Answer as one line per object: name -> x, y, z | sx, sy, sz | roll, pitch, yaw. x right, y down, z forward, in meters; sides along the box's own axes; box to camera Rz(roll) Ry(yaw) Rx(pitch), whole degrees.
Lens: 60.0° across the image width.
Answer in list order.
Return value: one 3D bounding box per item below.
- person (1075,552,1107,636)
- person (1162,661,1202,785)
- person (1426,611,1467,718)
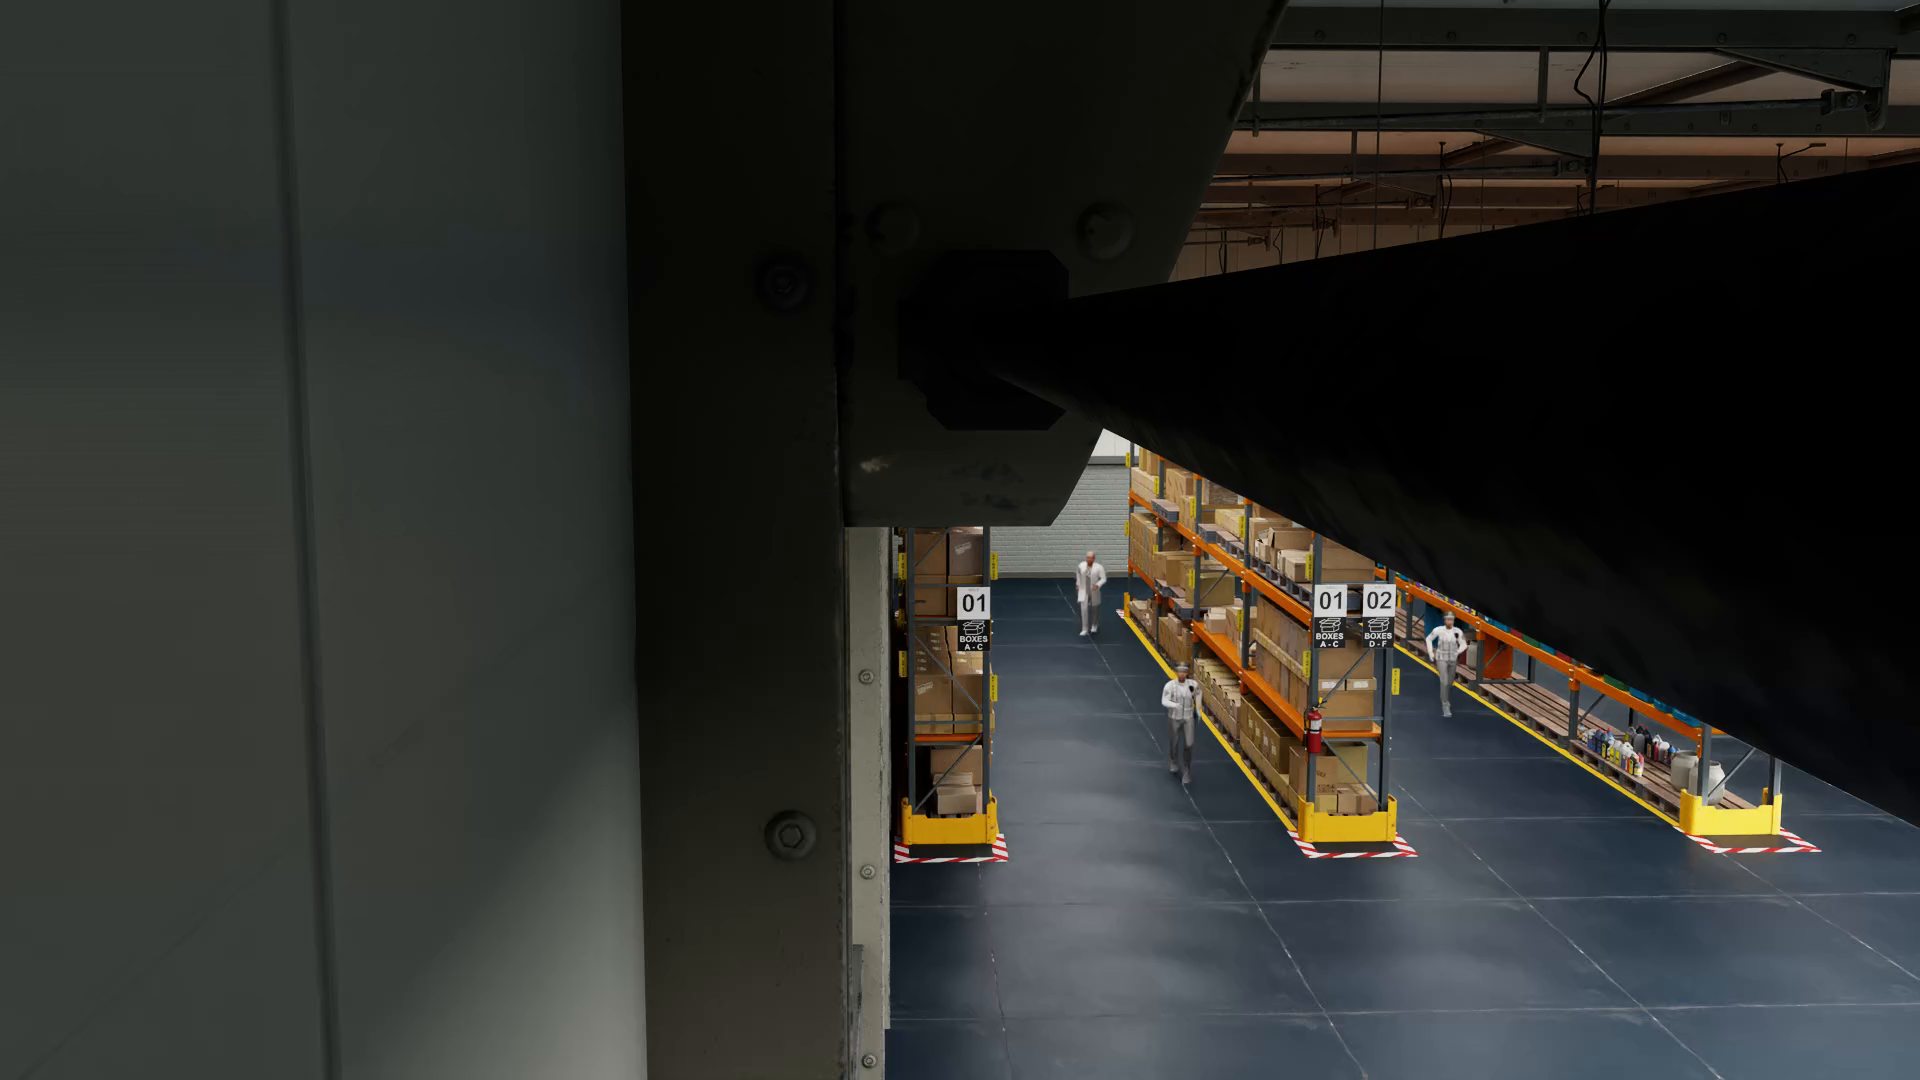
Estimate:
person -> 2.676, 1.077, 33.950 | 0.665, 1.730, 1.104 | 1, 7, 11
person -> 3.101, 2.530, 23.228 | 0.596, 1.740, 0.808 | 0, 7, 1
person -> 8.003, 1.997, 27.352 | 0.622, 1.720, 0.826 | 0, 7, 0
